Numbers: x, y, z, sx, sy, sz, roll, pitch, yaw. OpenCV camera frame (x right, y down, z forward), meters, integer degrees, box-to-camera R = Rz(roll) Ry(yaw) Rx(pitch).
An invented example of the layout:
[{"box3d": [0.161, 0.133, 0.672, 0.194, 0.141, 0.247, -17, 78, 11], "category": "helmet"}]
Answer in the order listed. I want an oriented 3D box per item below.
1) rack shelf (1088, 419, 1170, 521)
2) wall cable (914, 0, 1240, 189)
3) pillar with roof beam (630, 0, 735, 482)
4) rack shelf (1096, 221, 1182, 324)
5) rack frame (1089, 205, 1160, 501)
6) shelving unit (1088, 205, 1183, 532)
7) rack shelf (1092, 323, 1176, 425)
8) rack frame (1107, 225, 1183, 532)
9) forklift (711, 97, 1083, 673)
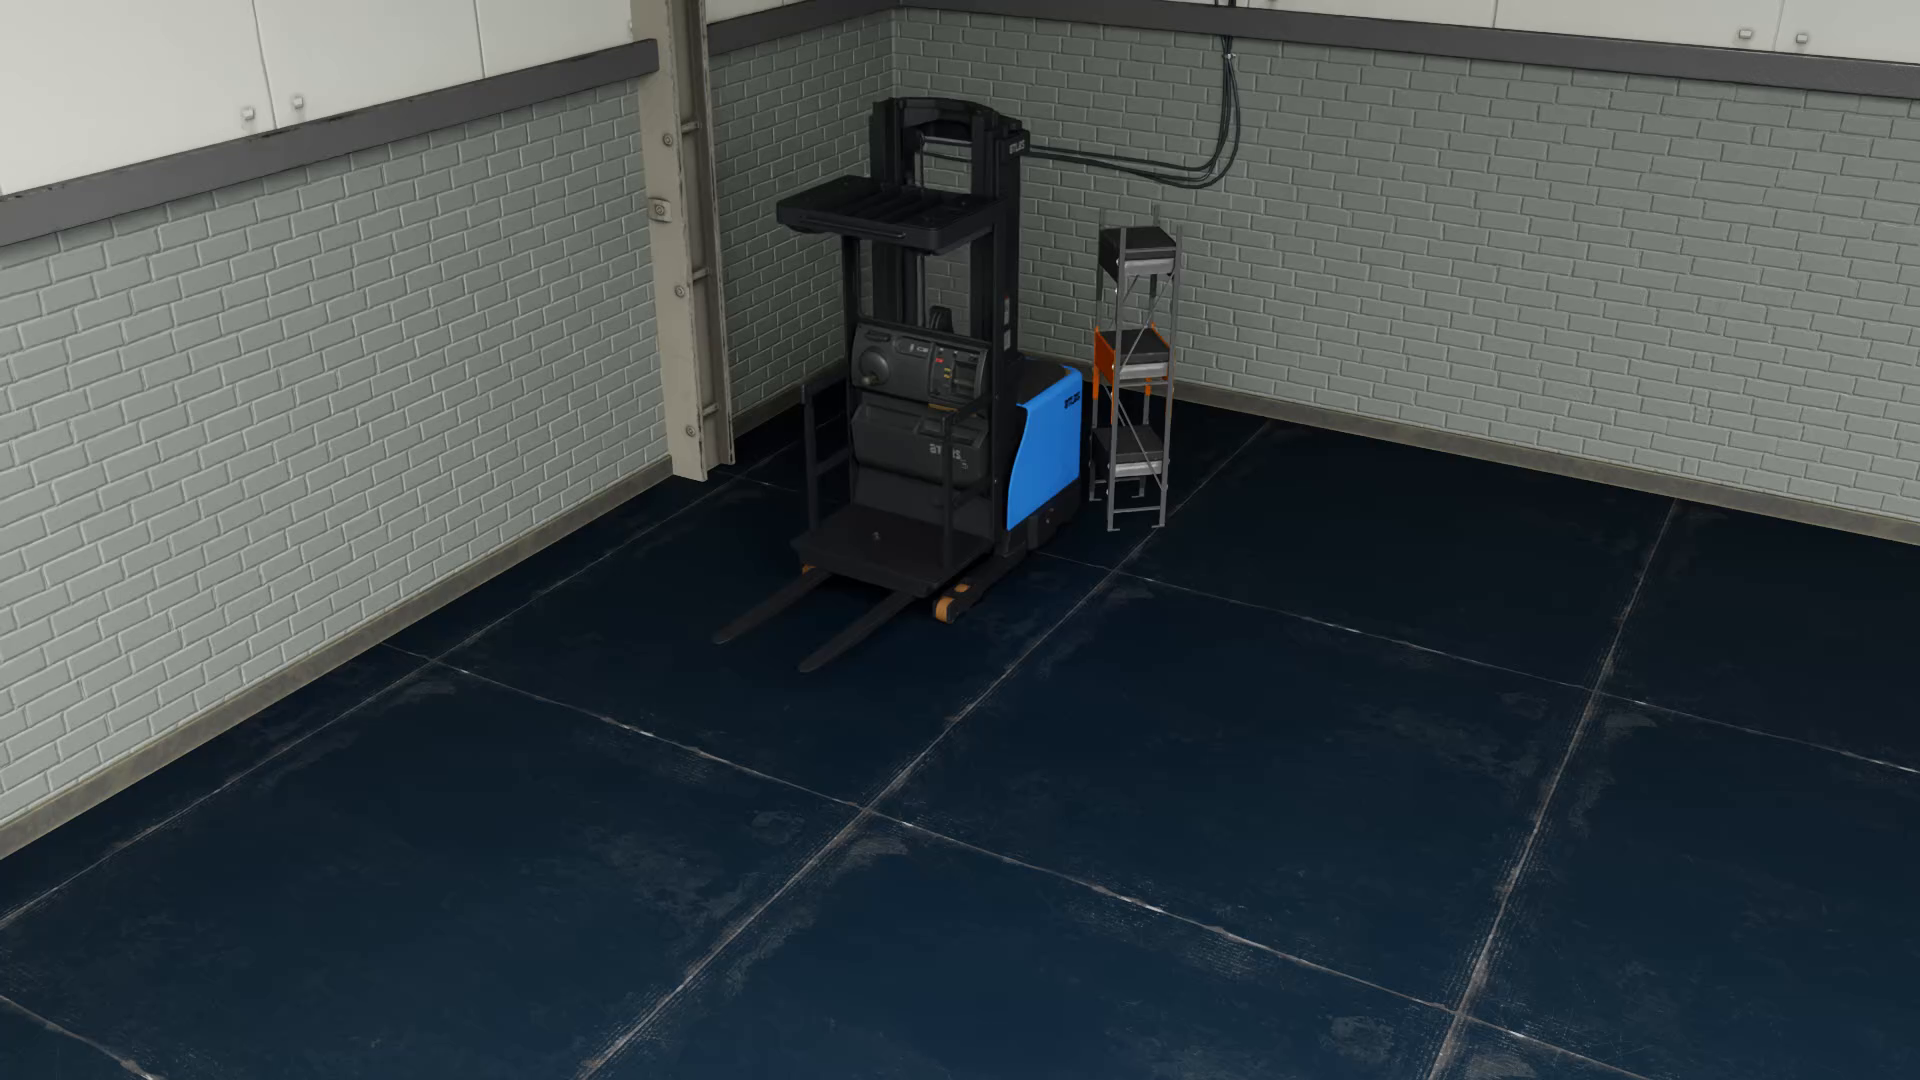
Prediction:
[{"box3d": [1.151, -0.485, 11.387, 0.431, 0.518, 0.480, -5, 27, -10], "category": "rack shelf"}, {"box3d": [0.709, -4.023, 12.623, 3.097, 2.526, 0.112, 14, 30, 26], "category": "wall cable"}, {"box3d": [1.857, -3.607, 8.322, 9.100, 9.000, 0.400, 14, 30, 26], "category": "pillar with roof beam"}, {"box3d": [1.151, -1.737, 10.761, 0.431, 0.518, 0.480, -5, 27, -10], "category": "rack shelf"}, {"box3d": [1.105, -1.230, 11.282, 0.400, 2.100, 0.015, -5, 27, -10], "category": "rack frame"}, {"box3d": [1.151, -1.123, 11.068, 0.431, 2.100, 0.503, -5, 27, -10], "category": "shelving unit"}, {"box3d": [1.151, -1.111, 11.074, 0.431, 0.518, 0.480, -5, 27, -10], "category": "rack shelf"}, {"box3d": [1.197, -1.016, 10.854, 0.400, 2.100, 0.015, -5, 27, -10], "category": "rack frame"}, {"box3d": [-0.360, -1.036, 9.966, 1.130, 2.935, 3.031, 15, 30, 27], "category": "forklift"}]
